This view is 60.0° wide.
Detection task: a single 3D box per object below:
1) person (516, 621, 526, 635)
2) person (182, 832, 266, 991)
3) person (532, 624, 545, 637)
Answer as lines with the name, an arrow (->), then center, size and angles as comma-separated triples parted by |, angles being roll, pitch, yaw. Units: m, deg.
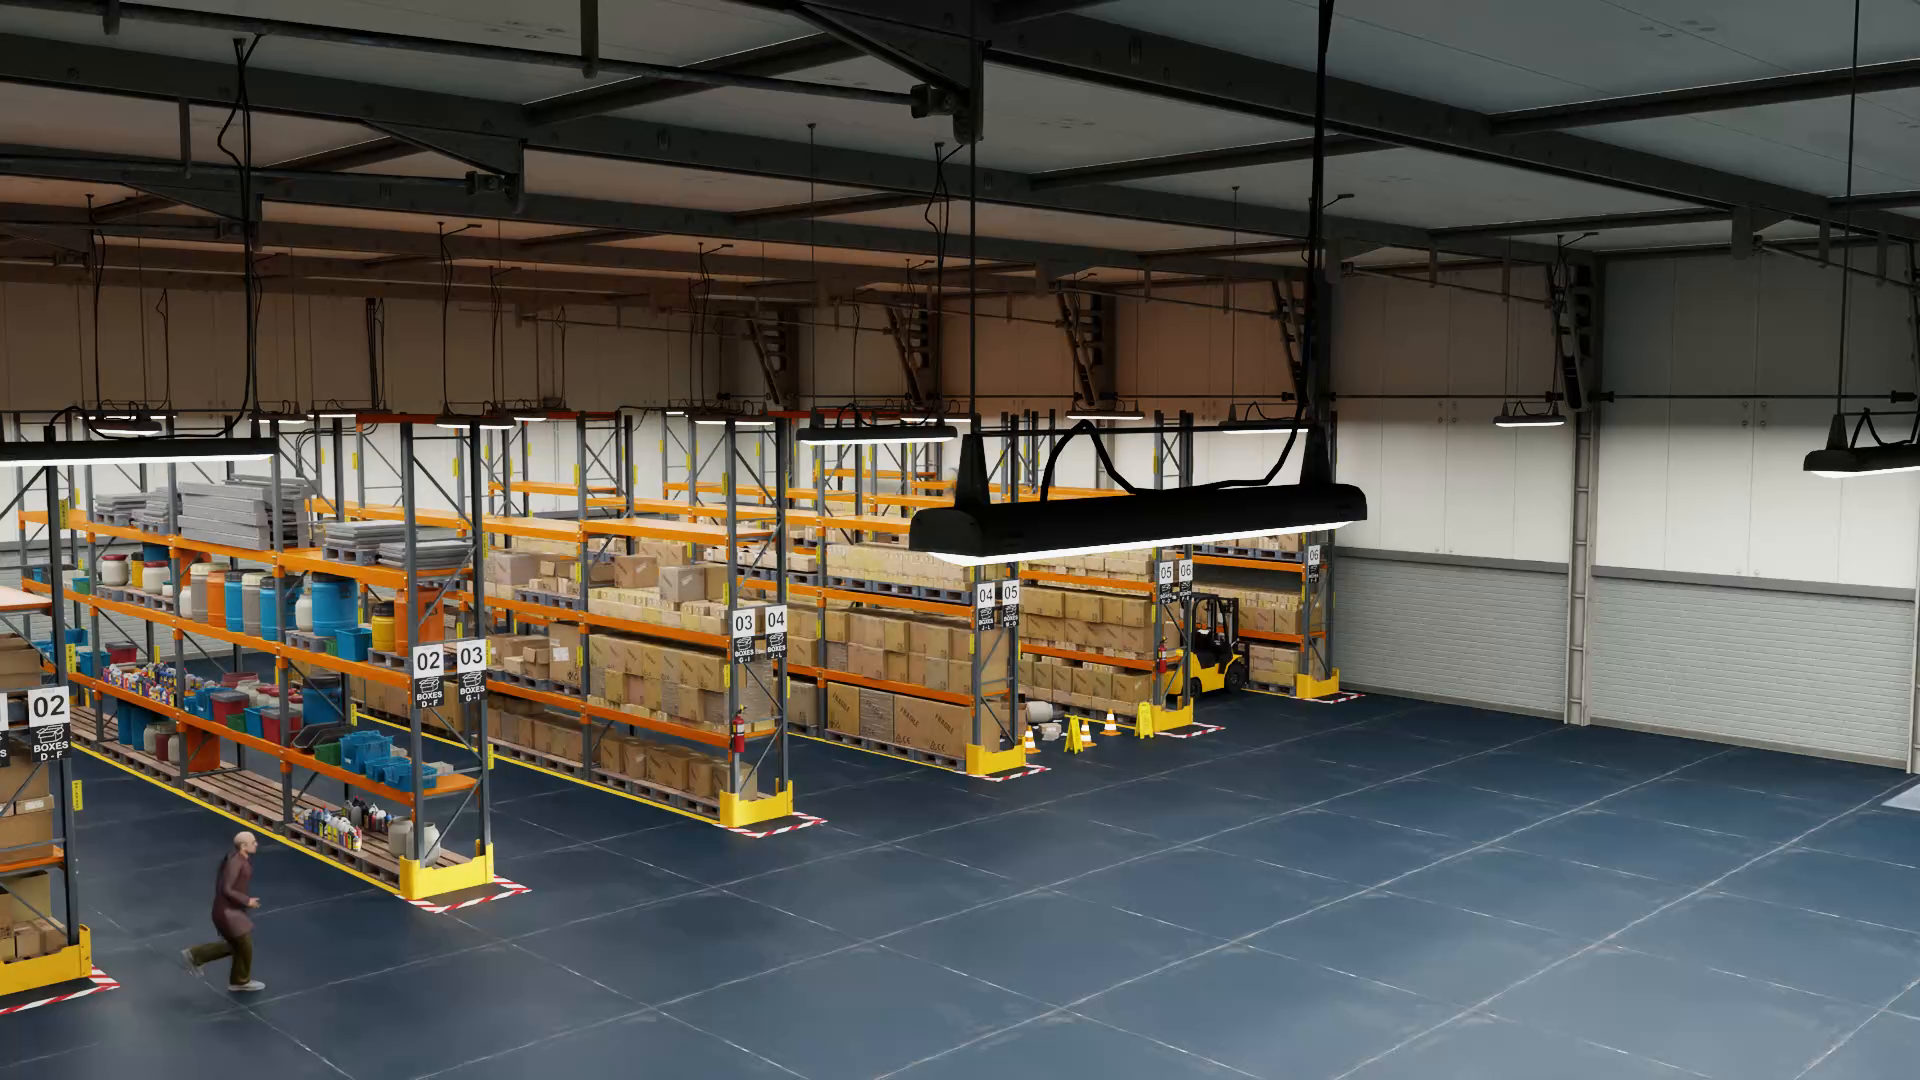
person -> -10.702, 1.998, 40.622 | 0.704, 1.637, 0.627 | -1, 5, -15
person -> -7.798, 3.956, 17.579 | 0.801, 1.732, 0.696 | -1, 5, -14
person -> -10.833, 1.894, 42.104 | 0.694, 1.567, 0.869 | 1, 5, 15
